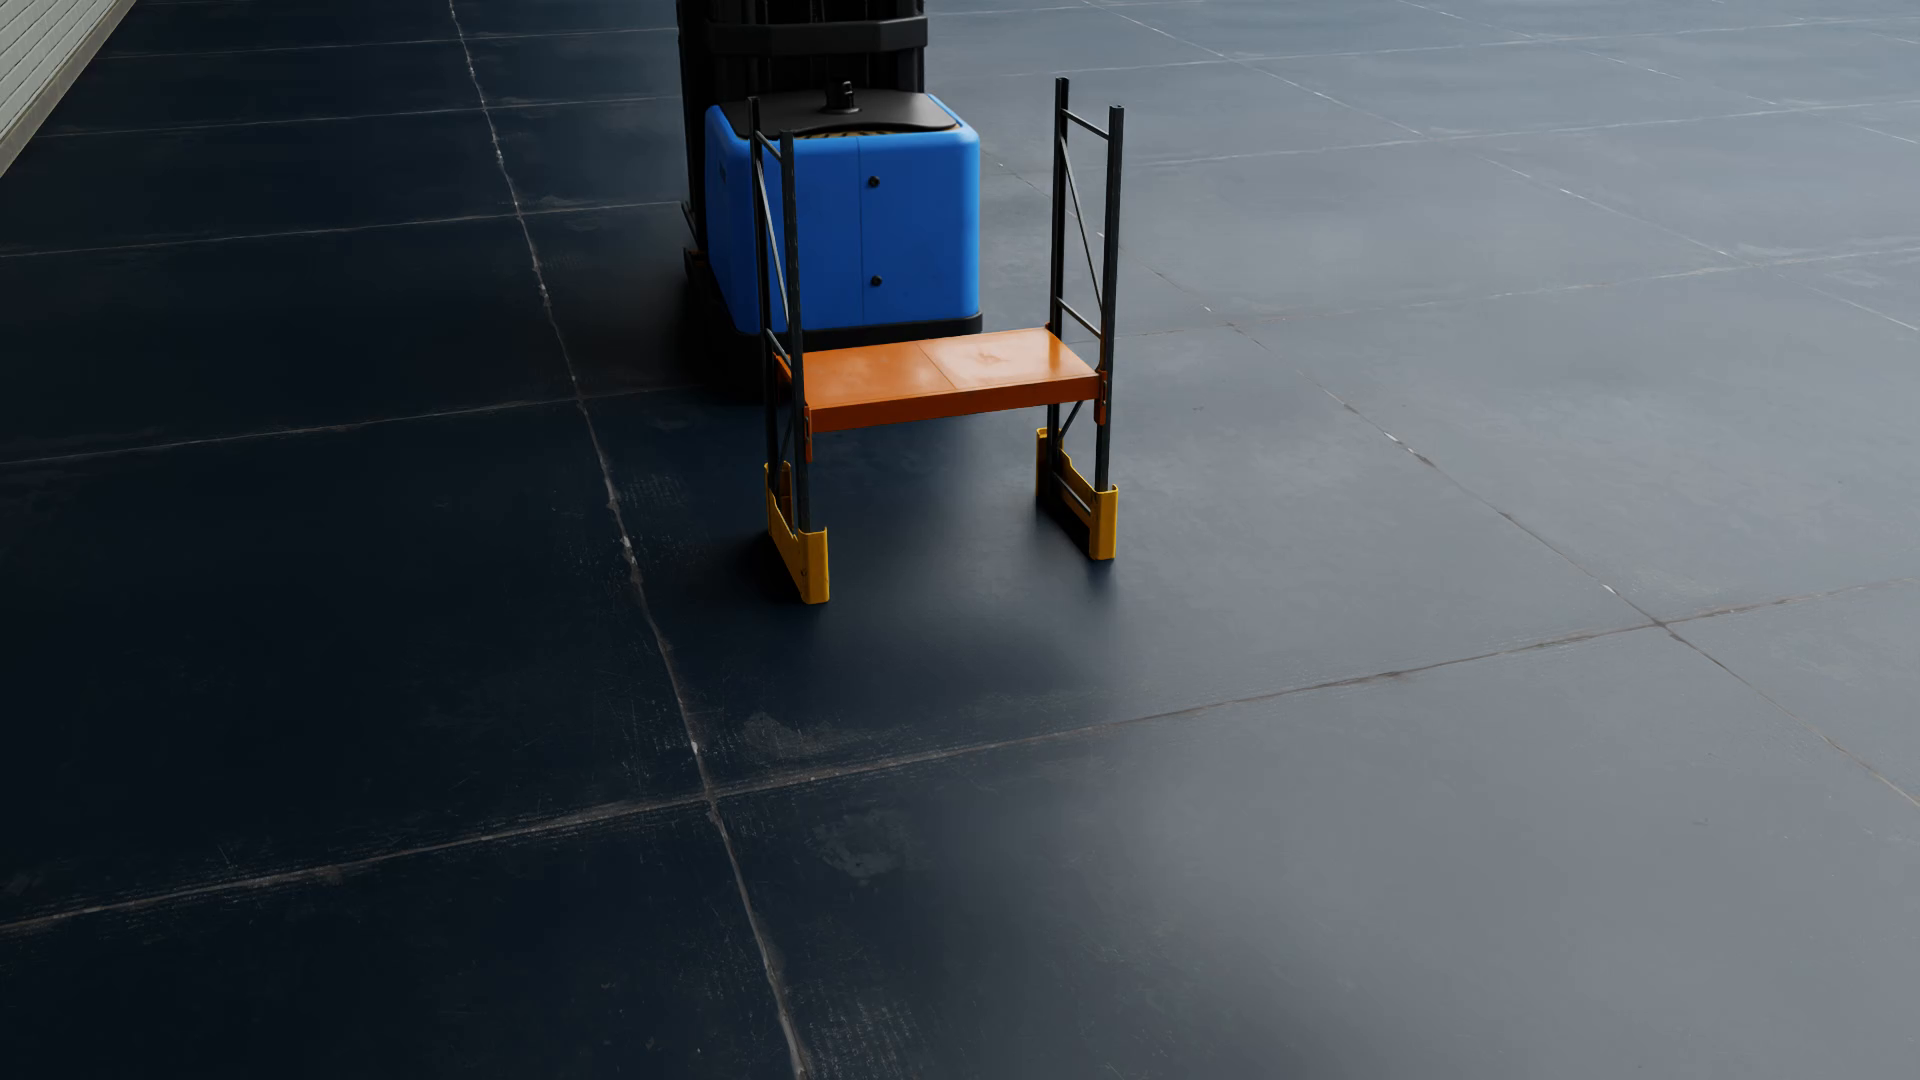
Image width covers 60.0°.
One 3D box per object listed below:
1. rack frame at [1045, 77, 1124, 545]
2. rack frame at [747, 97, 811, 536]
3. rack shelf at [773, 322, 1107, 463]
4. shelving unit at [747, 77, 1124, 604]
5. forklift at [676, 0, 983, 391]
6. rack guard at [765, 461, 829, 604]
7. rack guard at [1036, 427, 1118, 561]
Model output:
[{"bbox_3d":[0.402,-0.730,5.534,0.032,1.500,0.500,-8,28,-16],"label":"rack frame"},{"bbox_3d":[-0.564,-0.590,5.252,0.032,1.500,0.500,-8,28,-16],"label":"rack frame"},{"bbox_3d":[-0.081,-0.499,5.473,1.000,0.185,0.538,-8,28,-16],"label":"rack shelf"},{"bbox_3d":[-0.073,-0.661,5.395,1.083,1.500,0.587,-8,28,-16],"label":"shelving unit"},{"bbox_3d":[-0.765,-2.559,7.609,1.130,2.935,3.031,-6,27,-13],"label":"forklift"},{"bbox_3d":[-0.546,-0.033,5.535,0.087,0.250,0.587,-8,28,-16],"label":"rack guard"},{"bbox_3d":[0.401,-0.170,5.811,0.087,0.250,0.587,-8,28,-16],"label":"rack guard"}]
